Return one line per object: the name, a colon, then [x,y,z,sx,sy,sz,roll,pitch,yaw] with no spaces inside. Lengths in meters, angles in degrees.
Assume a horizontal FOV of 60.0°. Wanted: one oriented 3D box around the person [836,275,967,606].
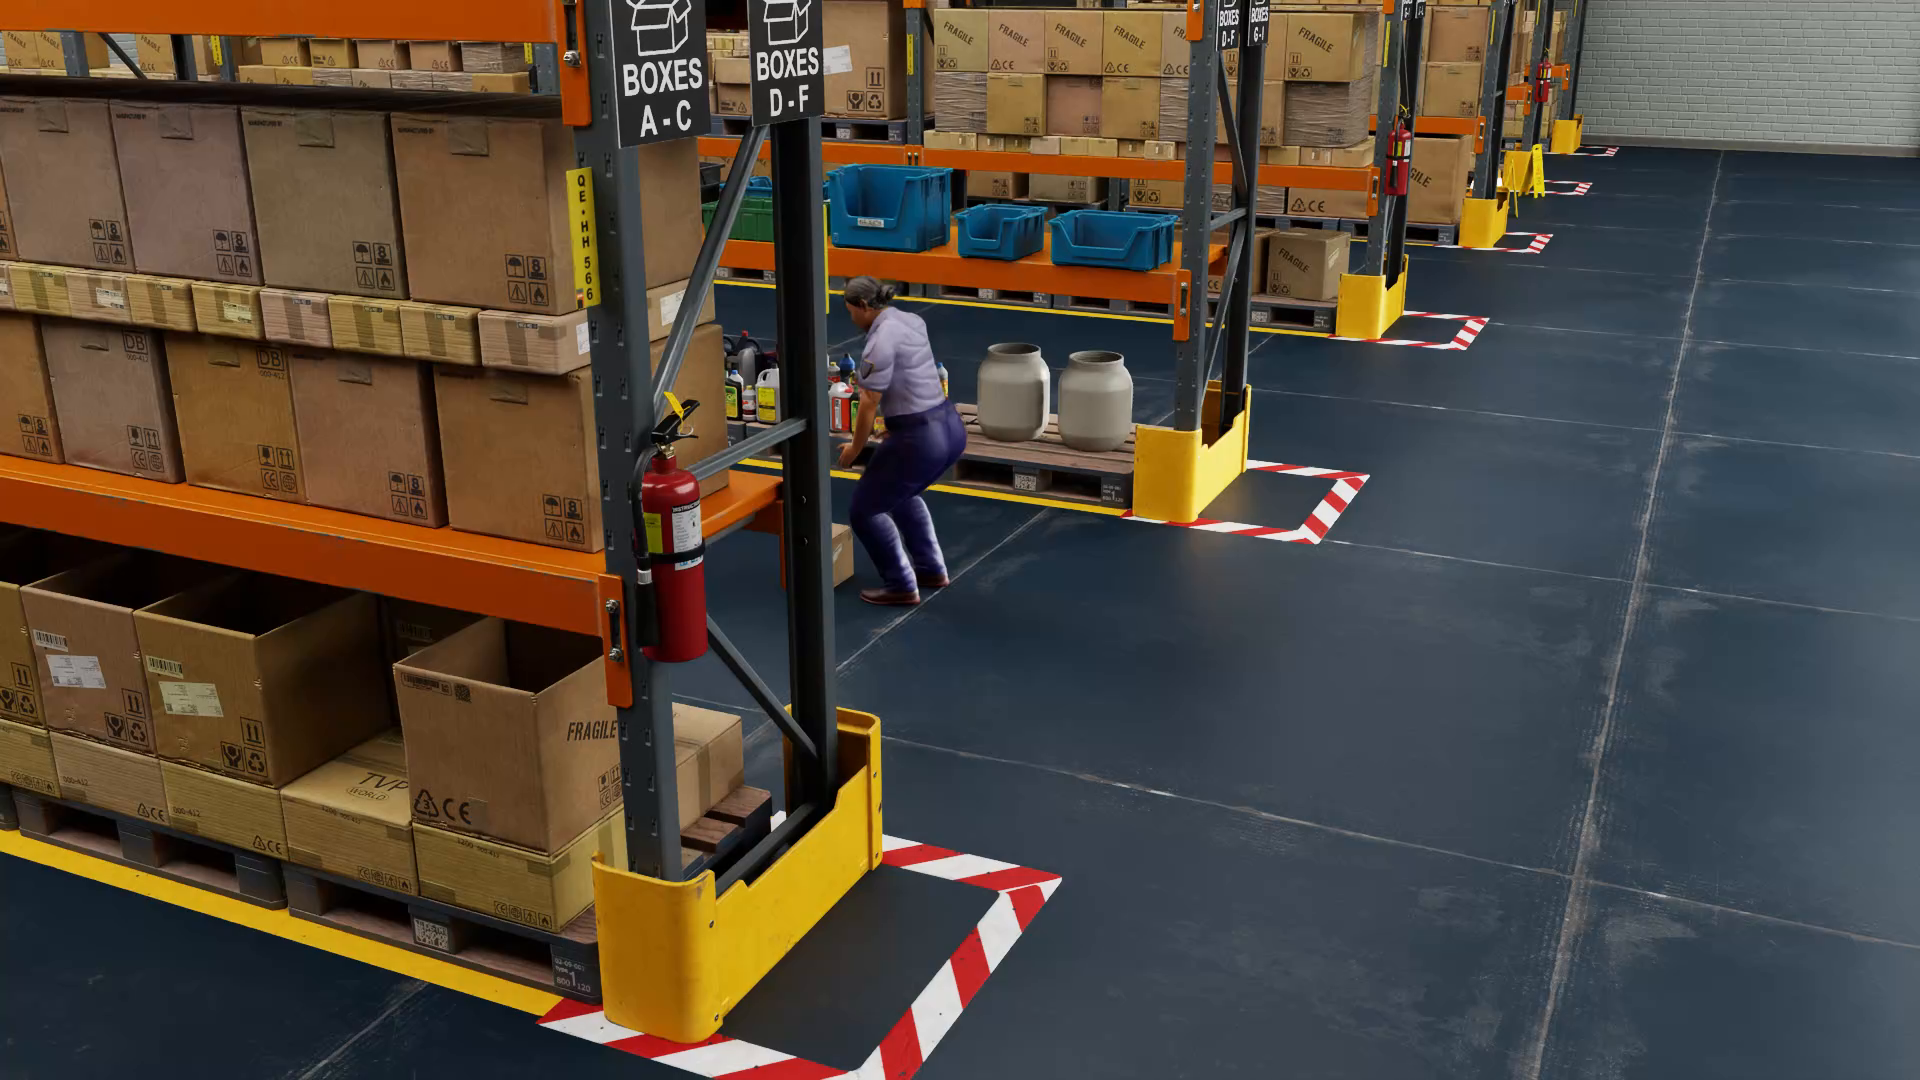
person: [-0.271,-0.446,7.601,0.529,1.510,0.522,9,21,24]
